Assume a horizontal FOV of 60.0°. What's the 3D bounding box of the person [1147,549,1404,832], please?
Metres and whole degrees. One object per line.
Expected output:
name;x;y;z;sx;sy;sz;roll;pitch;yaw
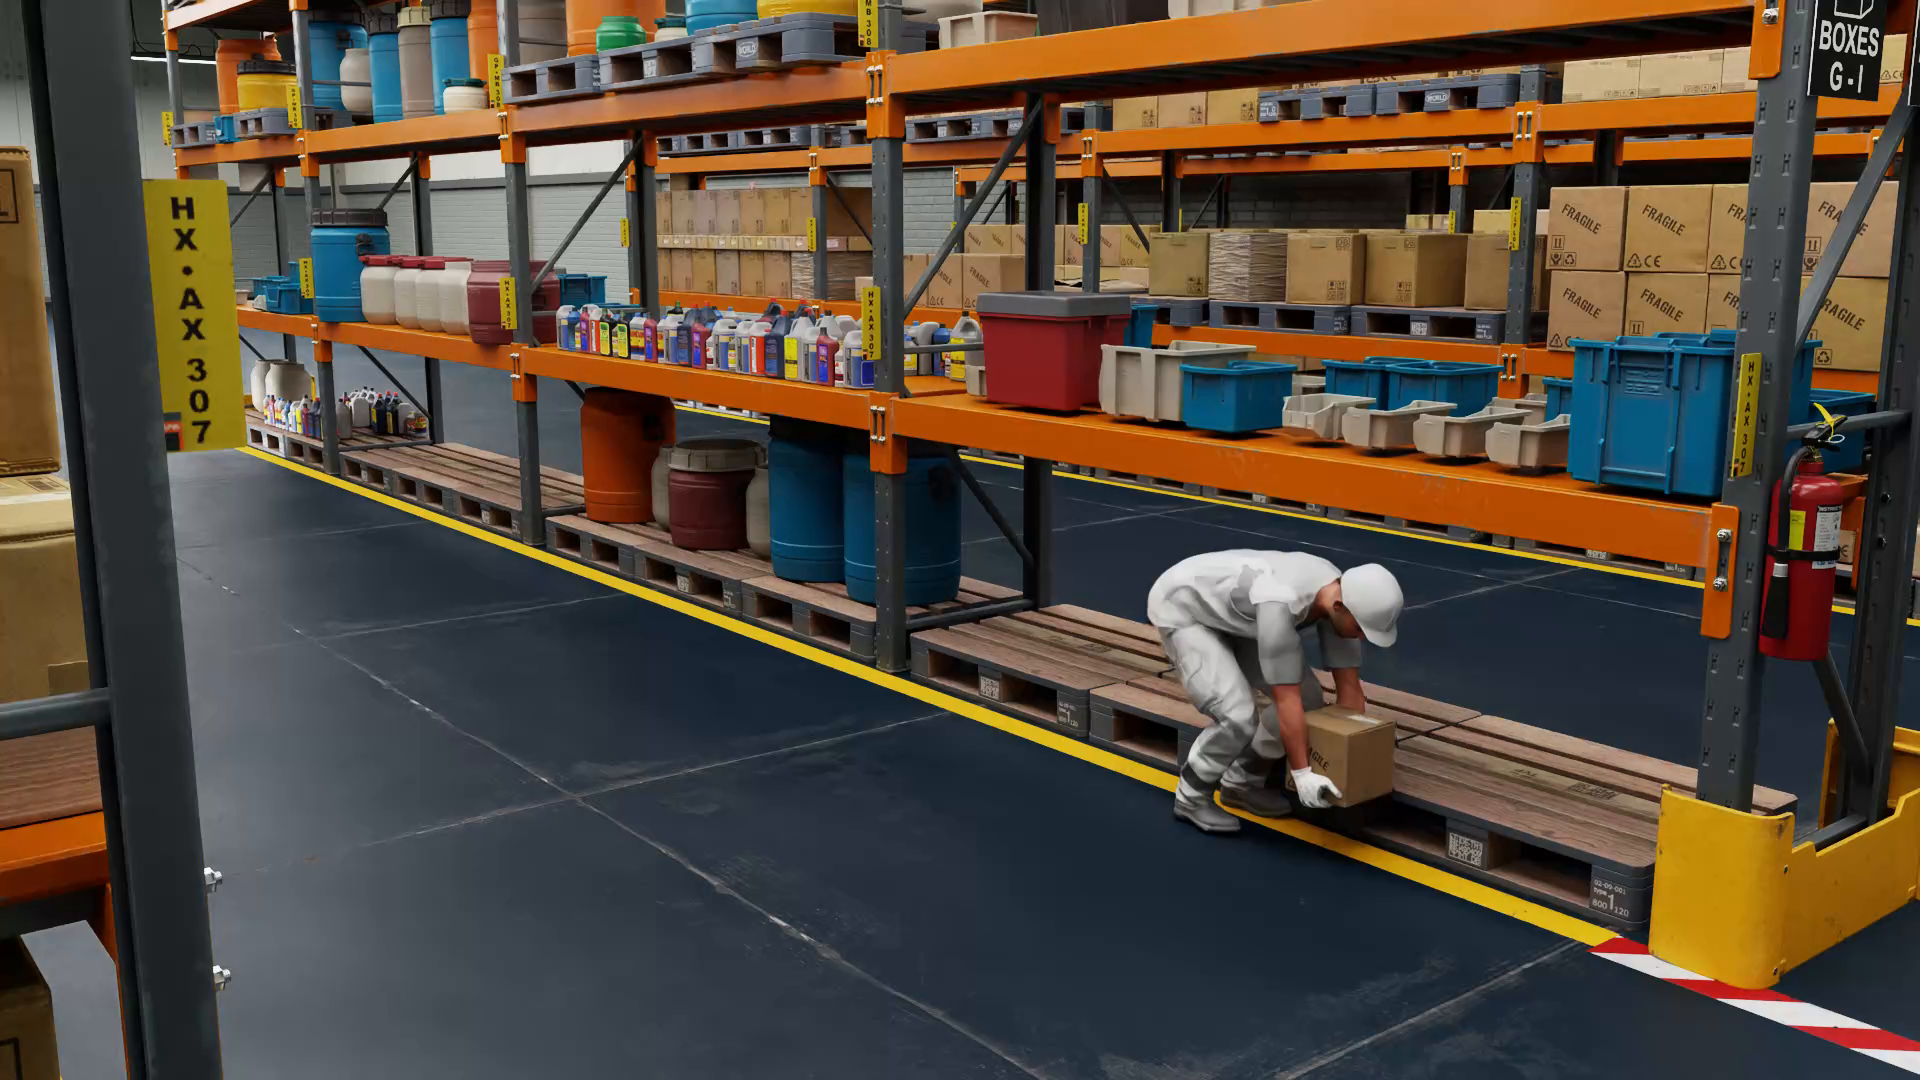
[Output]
person;1.078;0.521;5.726;0.535;1.004;0.957;-9;14;-40
